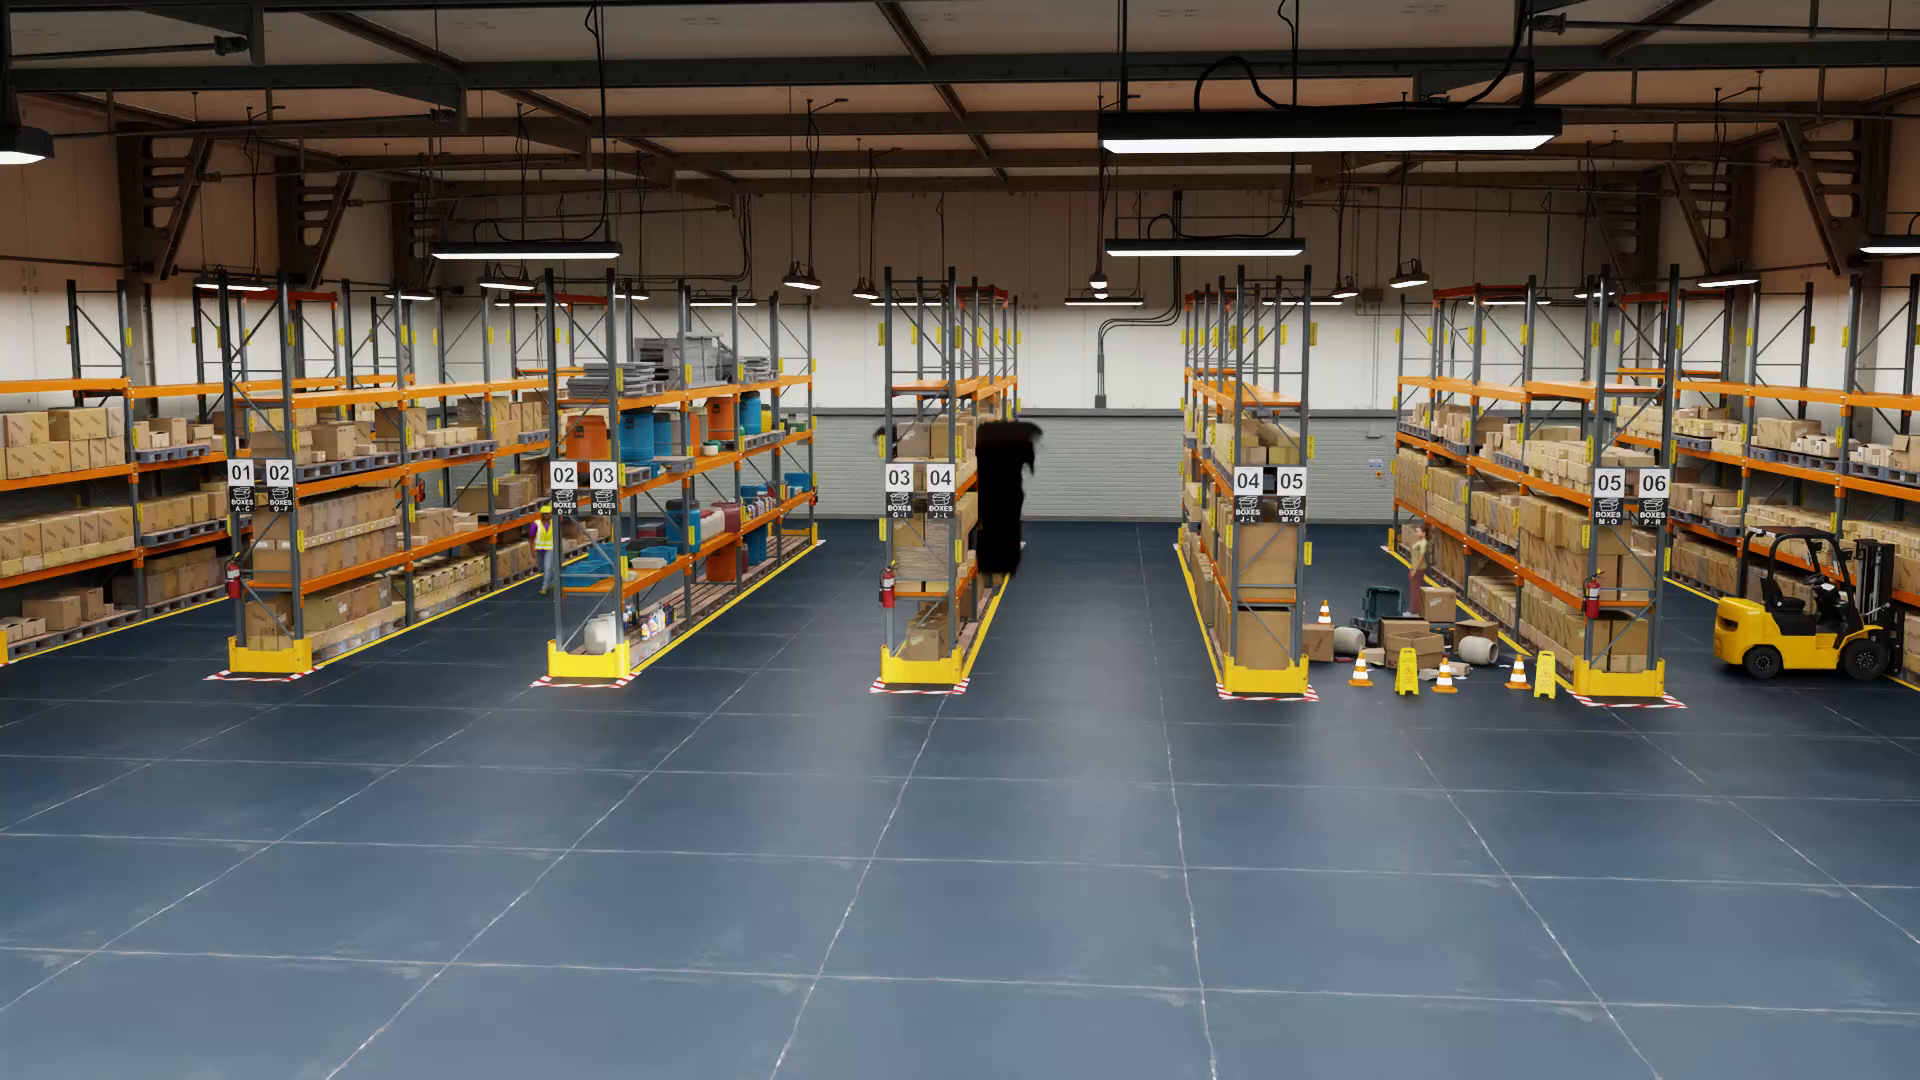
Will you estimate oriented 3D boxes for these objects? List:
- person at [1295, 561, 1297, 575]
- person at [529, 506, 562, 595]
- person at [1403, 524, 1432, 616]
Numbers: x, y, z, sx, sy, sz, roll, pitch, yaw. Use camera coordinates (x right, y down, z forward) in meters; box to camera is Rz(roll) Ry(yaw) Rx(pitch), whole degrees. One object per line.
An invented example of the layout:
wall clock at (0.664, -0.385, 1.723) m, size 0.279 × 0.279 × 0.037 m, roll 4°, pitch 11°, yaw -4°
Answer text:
person at (7.083, -0.151, 35.201) m, size 0.414 × 1.765 × 0.554 m, roll 1°, pitch 7°, yaw 10°
person at (-8.176, 0.196, 32.645) m, size 0.498 × 1.728 × 1.039 m, roll 1°, pitch 7°, yaw 9°
person at (8.201, 0.568, 29.824) m, size 0.464 × 1.712 × 0.499 m, roll 5°, pitch 8°, yaw 33°
